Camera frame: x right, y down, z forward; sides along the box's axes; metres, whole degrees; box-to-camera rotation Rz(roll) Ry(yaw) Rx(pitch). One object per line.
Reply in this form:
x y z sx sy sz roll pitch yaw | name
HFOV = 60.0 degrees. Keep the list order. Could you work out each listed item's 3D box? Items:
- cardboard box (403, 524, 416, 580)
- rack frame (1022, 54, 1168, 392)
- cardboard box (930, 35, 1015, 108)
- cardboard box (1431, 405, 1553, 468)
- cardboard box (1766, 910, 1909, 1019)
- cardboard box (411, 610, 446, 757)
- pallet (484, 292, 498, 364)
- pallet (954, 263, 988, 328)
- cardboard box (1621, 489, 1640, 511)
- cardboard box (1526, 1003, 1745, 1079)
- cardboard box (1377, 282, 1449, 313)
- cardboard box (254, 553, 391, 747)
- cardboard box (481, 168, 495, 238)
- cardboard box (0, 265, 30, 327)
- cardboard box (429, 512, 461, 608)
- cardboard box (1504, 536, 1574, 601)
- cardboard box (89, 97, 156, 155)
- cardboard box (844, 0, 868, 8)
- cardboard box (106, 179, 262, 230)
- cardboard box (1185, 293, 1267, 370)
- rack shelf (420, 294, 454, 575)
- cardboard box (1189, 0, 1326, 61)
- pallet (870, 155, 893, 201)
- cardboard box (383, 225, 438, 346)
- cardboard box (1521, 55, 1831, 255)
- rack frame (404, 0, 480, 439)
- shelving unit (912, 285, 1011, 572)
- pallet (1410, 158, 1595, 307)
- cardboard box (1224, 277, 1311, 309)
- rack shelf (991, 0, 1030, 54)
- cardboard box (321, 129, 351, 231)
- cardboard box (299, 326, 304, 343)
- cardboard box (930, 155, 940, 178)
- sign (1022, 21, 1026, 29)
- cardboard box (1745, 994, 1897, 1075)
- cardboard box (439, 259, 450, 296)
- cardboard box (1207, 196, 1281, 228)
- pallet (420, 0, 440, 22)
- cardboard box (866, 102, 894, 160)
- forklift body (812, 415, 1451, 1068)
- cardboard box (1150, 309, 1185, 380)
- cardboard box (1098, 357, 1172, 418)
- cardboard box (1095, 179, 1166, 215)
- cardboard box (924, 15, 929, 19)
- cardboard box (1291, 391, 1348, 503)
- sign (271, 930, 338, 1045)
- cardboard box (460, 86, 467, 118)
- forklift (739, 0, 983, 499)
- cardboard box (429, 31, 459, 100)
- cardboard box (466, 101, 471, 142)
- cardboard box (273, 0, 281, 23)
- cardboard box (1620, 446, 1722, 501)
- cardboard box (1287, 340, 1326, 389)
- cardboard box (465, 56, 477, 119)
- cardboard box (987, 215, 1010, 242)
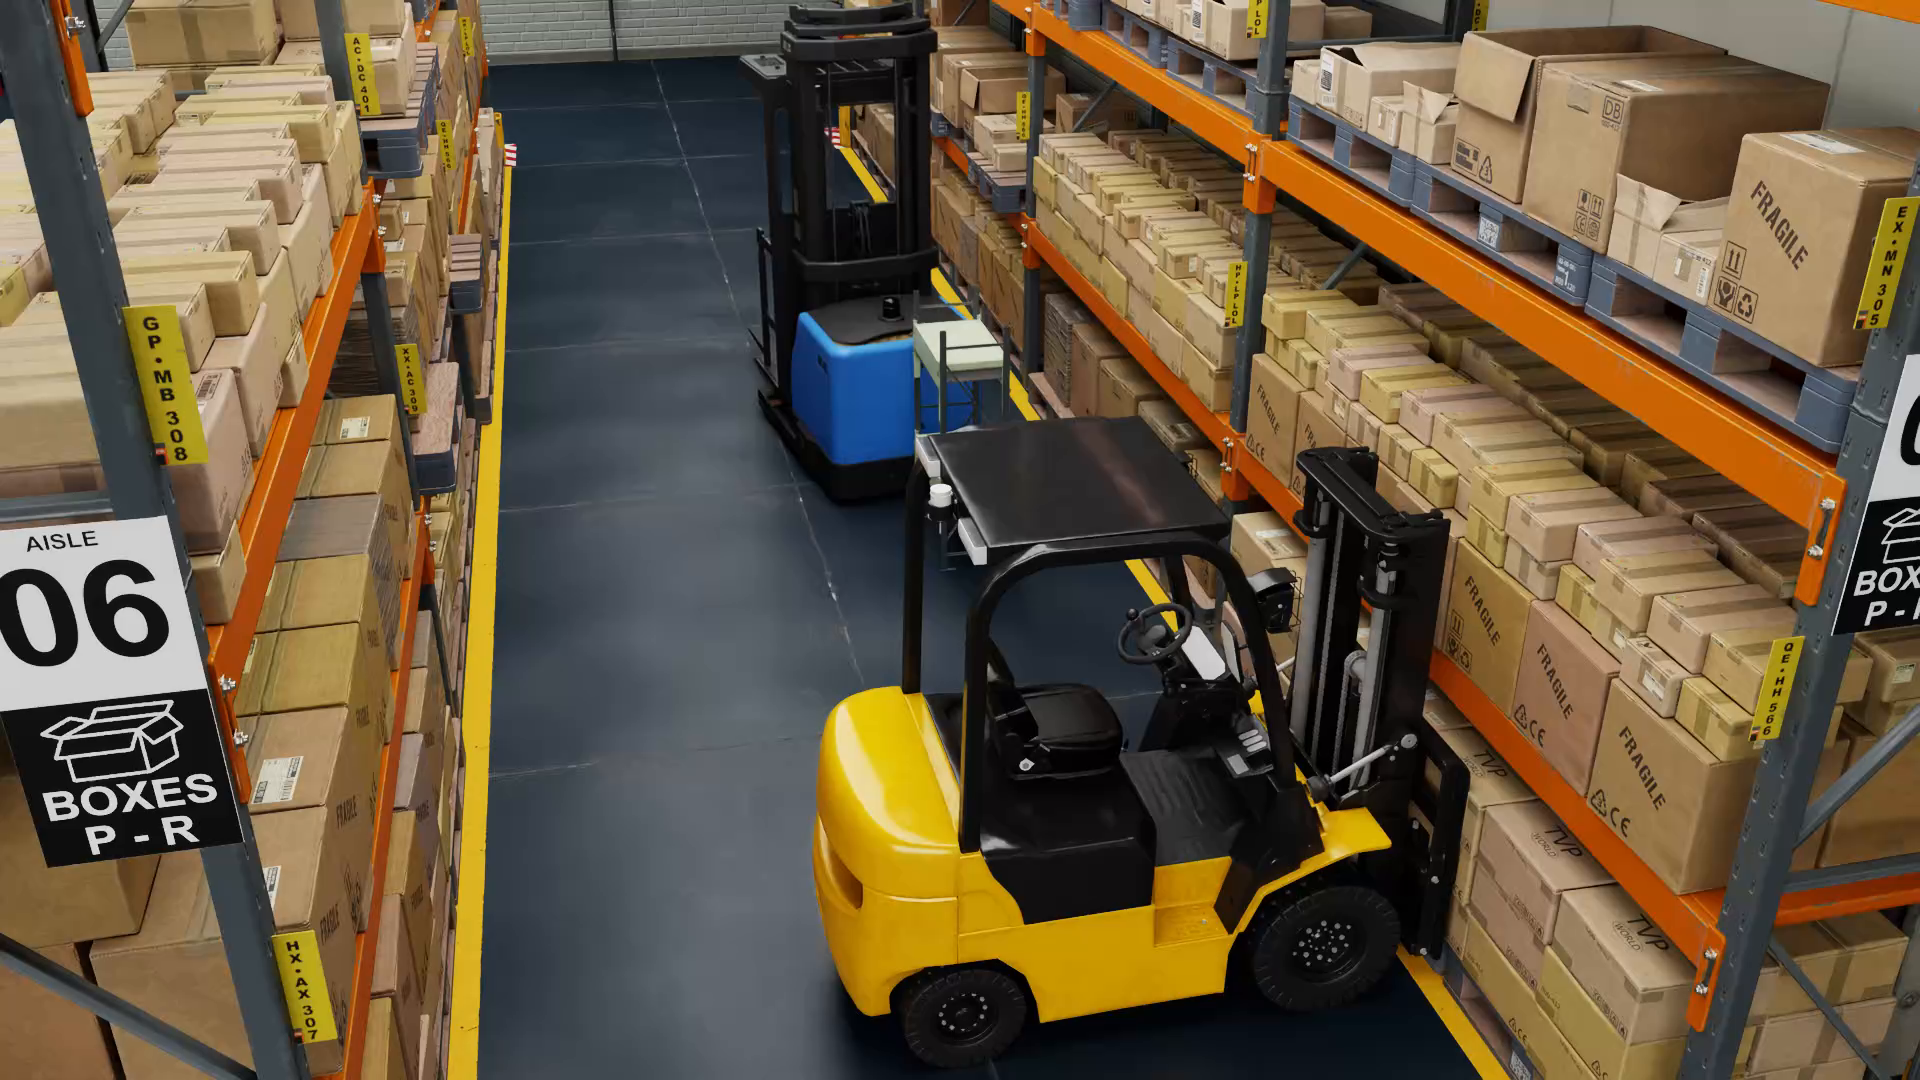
-2.531 0.064 7.072 0.380 0.149 0.250 -5 27 -10 | cardboard box
0.971 -2.528 11.930 1.000 3.000 0.127 -6 27 -12 | rack frame
0.077 -4.054 14.376 0.700 0.500 0.500 -6 27 -11 | cardboard box
2.096 -0.404 6.561 0.380 0.149 0.250 -6 27 -11 | cardboard box
2.850 1.347 5.728 0.500 0.250 0.500 -6 27 -12 | cardboard box
-2.568 0.671 7.345 0.500 0.500 0.500 -6 27 -12 | cardboard box
-4.240 -1.666 13.317 1.003 0.211 1.213 -6 27 -12 | pallet
0.568 -2.150 14.275 1.003 0.211 1.213 -6 27 -12 | pallet
2.729 -0.098 6.283 0.380 0.149 0.250 -5 27 -10 | cardboard box
2.360 1.849 5.842 0.500 0.250 0.500 -6 27 -11 | cardboard box
2.238 -1.130 7.999 0.380 0.149 0.250 -6 27 -11 | cardboard box
-2.257 0.403 5.682 0.500 0.500 0.500 -7 28 -13 | cardboard box
-4.803 -3.109 15.458 0.875 0.438 0.875 -6 27 -12 | cardboard box
-2.529 -0.556 4.088 0.380 0.149 0.250 -6 27 -11 | cardboard box
-3.249 0.174 9.027 0.950 0.372 0.625 -4 27 -8 | cardboard box
2.186 0.074 5.944 0.380 0.149 0.250 -7 28 -13 | cardboard box
-3.072 -1.450 5.859 0.380 0.149 0.250 -7 28 -13 | cardboard box
-0.993 -5.880 18.406 0.500 0.250 0.500 -6 27 -11 | cardboard box
-2.255 -0.942 4.852 0.380 0.149 0.250 -5 27 -11 | cardboard box
1.512 -1.118 8.748 0.500 0.250 0.500 -7 28 -13 | cardboard box
-3.414 -0.824 9.351 1.077 0.370 4.000 -6 27 -12 | rack shelf
1.472 -2.597 8.259 0.500 0.311 0.500 -7 28 -13 | cardboard box
-0.363 -3.878 17.699 1.003 0.211 1.213 -6 27 -12 | pallet
-3.001 -1.305 8.599 0.500 0.500 0.500 -6 27 -12 | cardboard box
2.303 -1.262 5.404 0.700 0.500 0.500 -6 27 -11 | cardboard box
-3.865 -2.023 10.929 1.000 3.000 0.127 -6 27 -12 | rack frame
0.002 -0.667 9.906 0.431 1.500 0.755 -6 27 -12 | shelving unit
2.361 -1.166 6.000 1.003 0.211 1.213 -6 27 -12 | pallet
1.579 -1.234 8.535 0.380 0.149 0.250 -5 27 -10 | cardboard box
0.520 -4.424 13.156 1.077 0.370 4.000 -6 27 -12 | rack shelf
-2.487 -1.283 5.971 0.500 0.250 0.500 -6 27 -12 | cardboard box
-2.214 -0.595 5.049 0.380 0.149 0.250 -7 28 -13 | cardboard box
-0.109 -3.461 15.366 0.380 0.149 0.250 -5 27 -9 | cardboard box
0.609 -4.859 15.263 0.100 0.325 0.005 -6 27 -12 | sign
2.870 1.573 5.835 0.500 0.250 0.500 -5 27 -11 | cardboard box
-3.205 -1.531 9.767 0.380 0.149 0.250 -5 27 -11 | cardboard box
1.704 -1.957 9.967 0.380 0.149 0.250 -6 27 -11 | cardboard box
-4.061 -3.555 10.845 1.213 0.211 1.003 -5 27 -9 | pallet
-0.632 -4.455 18.055 0.700 0.500 0.500 -5 27 -9 | cardboard box
0.569 0.715 6.446 2.313 2.155 1.214 -6 27 -12 | forklift body
1.385 -1.120 9.307 0.500 0.250 0.500 -6 27 -12 | cardboard box
1.405 -0.799 10.673 0.875 0.625 0.625 -7 28 -14 | cardboard box
1.057 -2.127 10.305 0.380 0.149 0.250 -5 27 -11 | cardboard box
-0.130 -5.257 17.173 0.500 0.250 0.500 -6 27 -12 | cardboard box
1.851 -0.369 7.541 0.500 0.500 0.500 -5 27 -11 | cardboard box
-1.533 1.048 3.885 0.100 0.325 0.005 -6 27 -12 | sign
-4.310 -3.547 13.561 0.500 0.250 0.500 -5 27 -10 | cardboard box
-0.823 -2.210 11.375 1.130 2.935 3.031 -9 28 -18 | forklift
-4.202 -3.648 12.928 0.500 0.500 0.500 -5 27 -10 | cardboard box
-4.419 -3.540 14.102 0.500 0.250 0.500 -7 28 -13 | cardboard box
-3.469 -2.637 7.962 0.500 0.250 0.500 -6 27 -11 | cardboard box
2.718 -0.234 6.223 0.380 0.149 0.250 -7 28 -13 | cardboard box
1.747 -0.826 7.728 0.380 0.149 0.250 -5 27 -10 | cardboard box
-4.617 -4.056 14.846 0.500 0.500 0.500 -5 27 -10 | cardboard box
0.432 -2.547 13.556 0.380 0.149 0.250 -6 27 -12 | cardboard box
